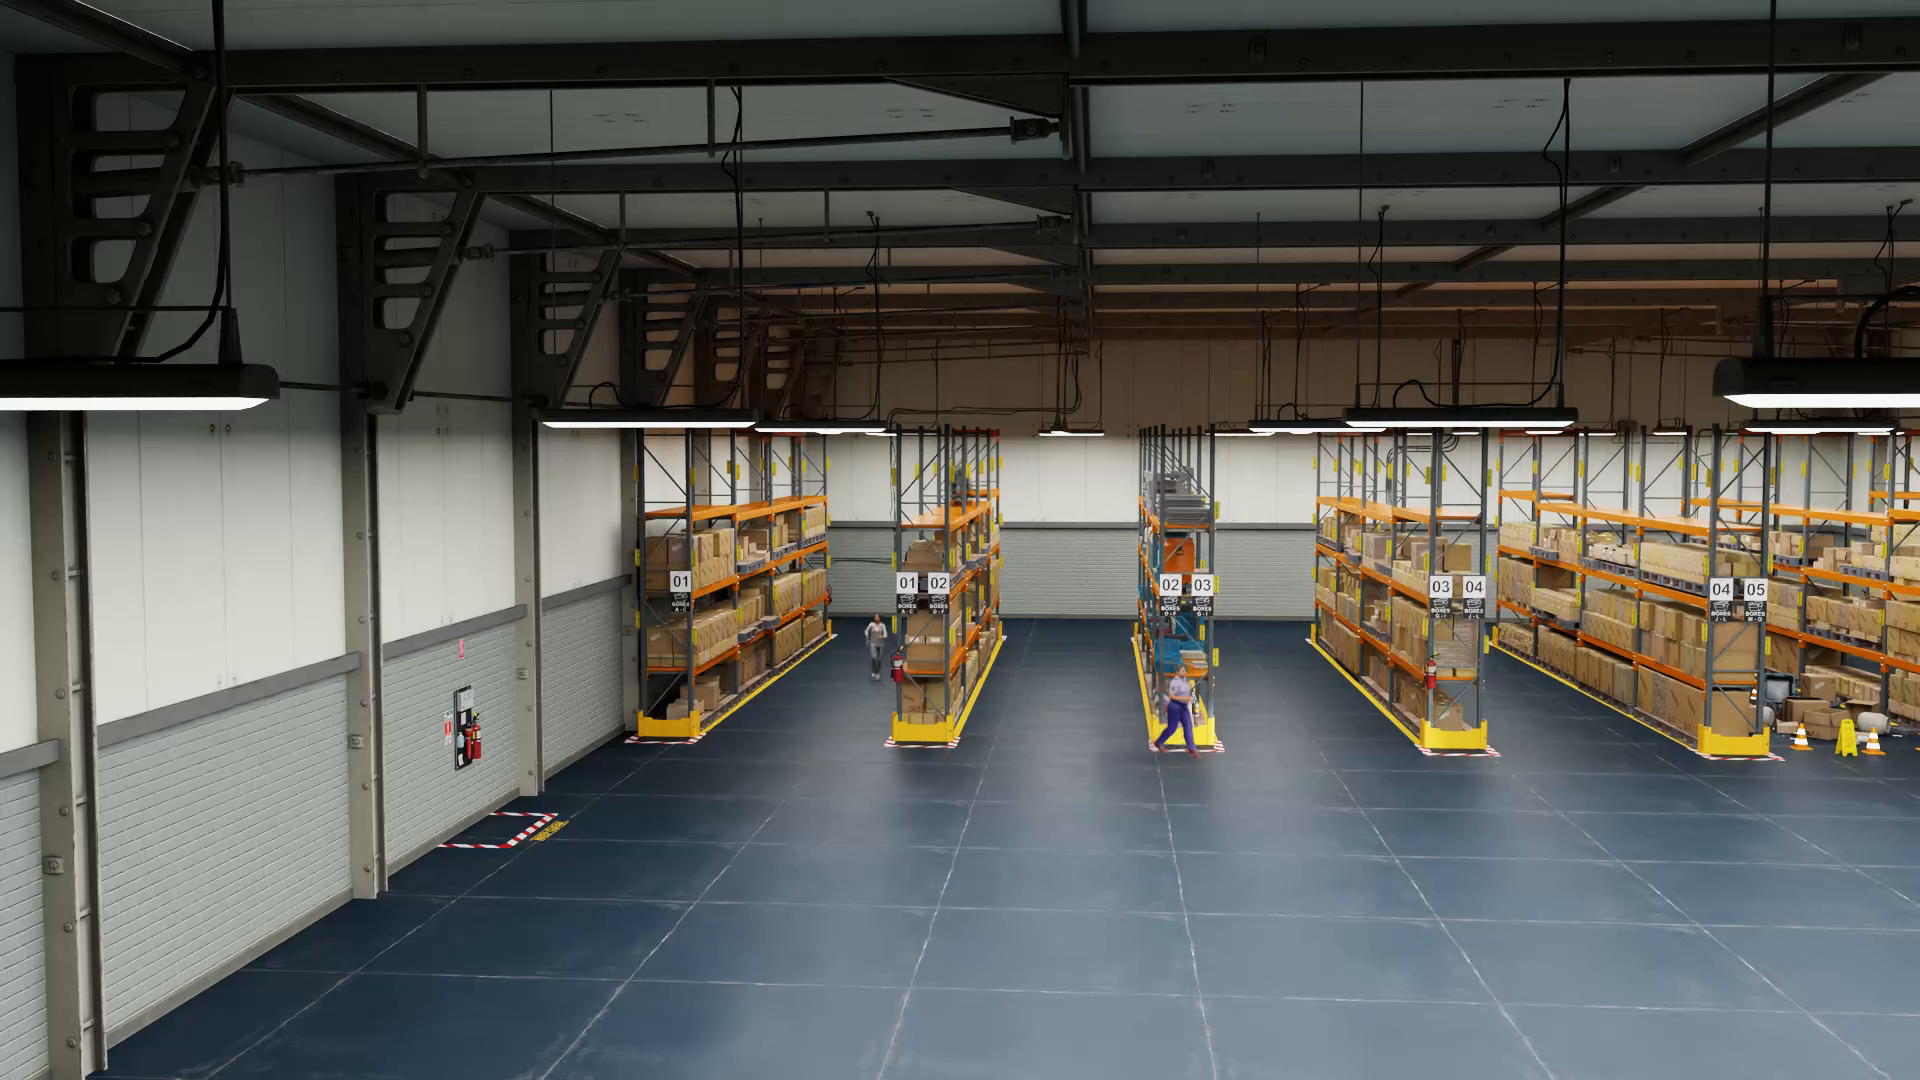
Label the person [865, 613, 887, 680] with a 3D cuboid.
[{"bbox_3d":[-1.977,2.524,39.381,0.506,1.592,0.662,0,4,-8],"label":"person"}]

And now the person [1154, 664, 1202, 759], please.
[{"bbox_3d":[3.913,3.057,29.824,0.898,1.667,0.599,3,4,36],"label":"person"}]

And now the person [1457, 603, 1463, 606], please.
[{"bbox_3d":[13.575,2.086,45.855,0.744,1.709,0.588,1,4,18],"label":"person"}]
